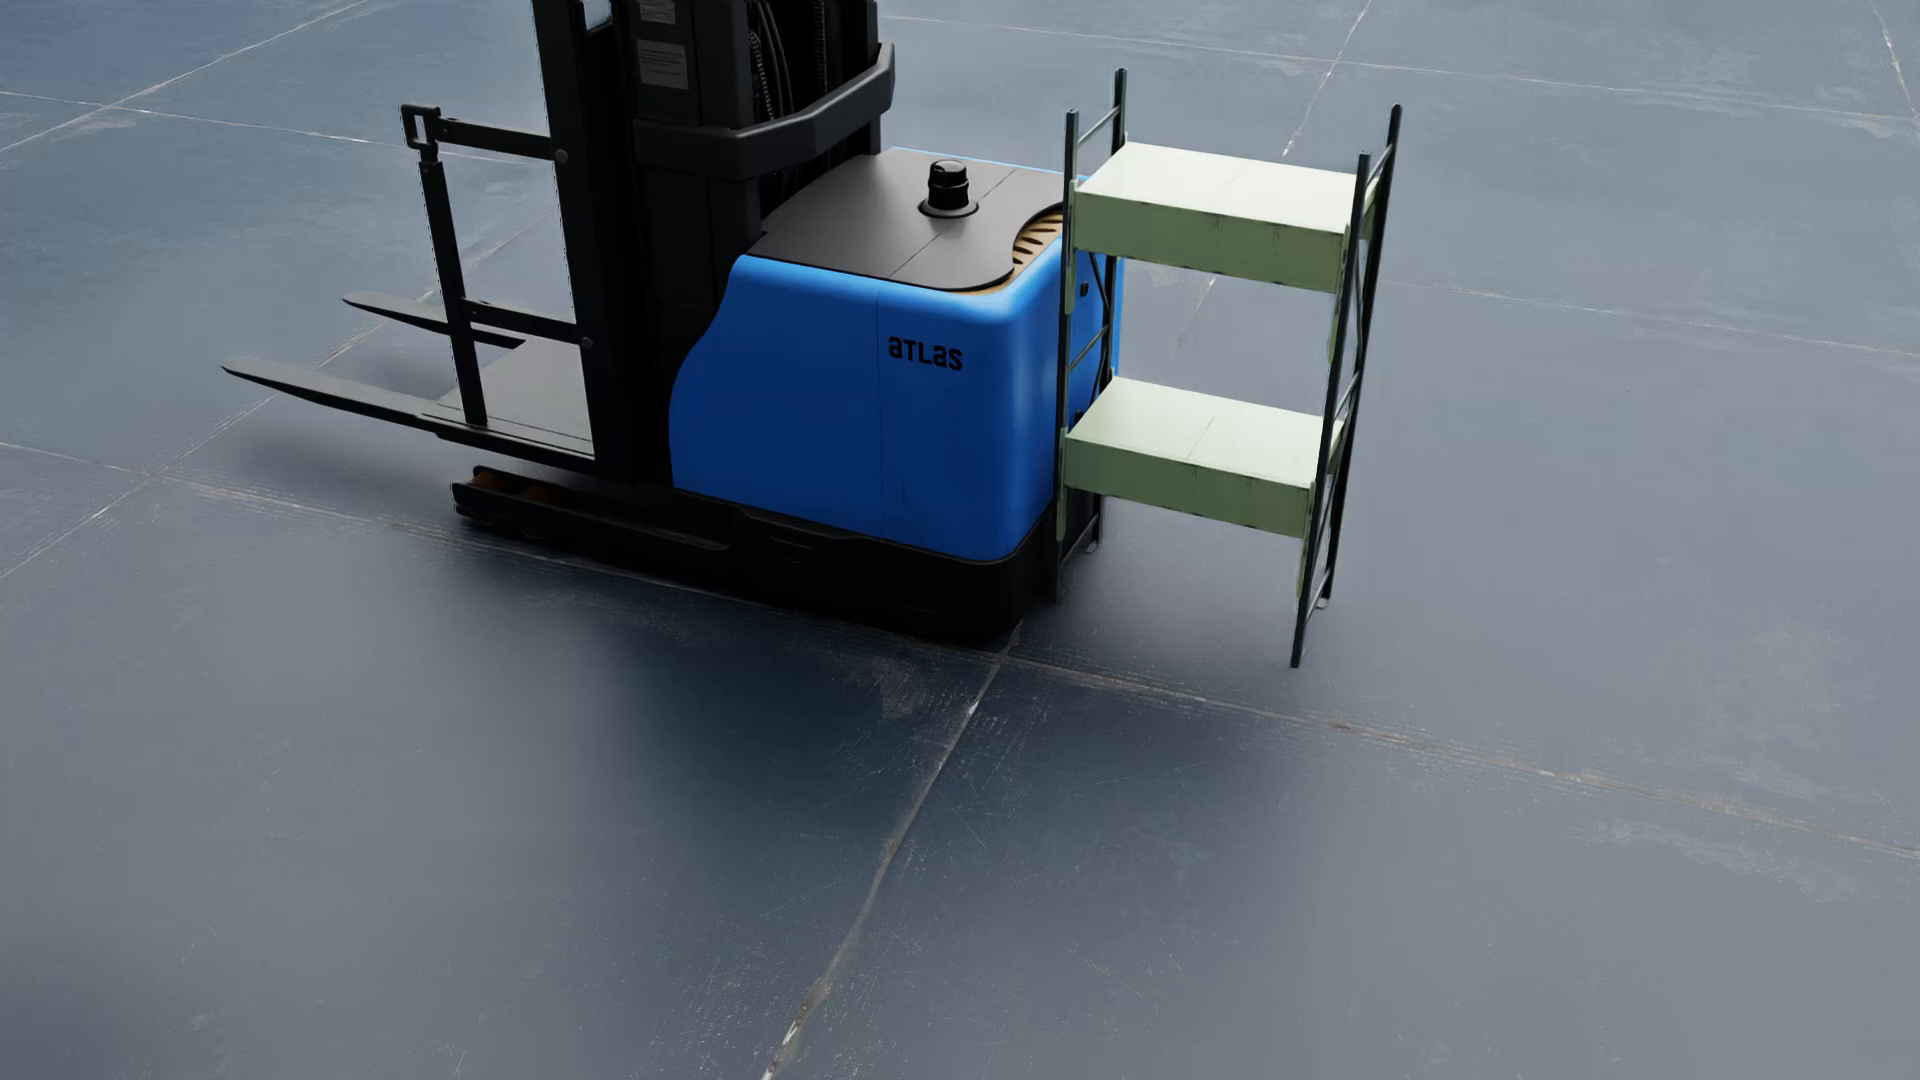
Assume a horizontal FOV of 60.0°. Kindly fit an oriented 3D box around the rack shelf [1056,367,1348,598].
[{"bbox_3d":[0.689,-0.176,4.741,0.720,0.370,0.431,14,35,20],"label":"rack shelf"}]

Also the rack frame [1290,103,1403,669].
[{"bbox_3d":[1.024,-0.369,4.439,0.023,1.500,0.400,14,35,20],"label":"rack frame"}]

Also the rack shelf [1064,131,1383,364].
[{"bbox_3d":[0.689,-0.778,4.353,0.720,0.370,0.431,14,35,20],"label":"rack shelf"}]

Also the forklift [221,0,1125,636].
[{"bbox_3d":[-1.052,-1.479,4.839,3.031,2.935,1.130,14,35,20],"label":"forklift"}]

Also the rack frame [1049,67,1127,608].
[{"bbox_3d":[0.355,-0.531,4.690,0.023,1.500,0.400,14,35,20],"label":"rack frame"}]

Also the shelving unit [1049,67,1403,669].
[{"bbox_3d":[0.689,-0.450,4.564,0.755,1.500,0.431,14,35,20],"label":"shelving unit"}]
